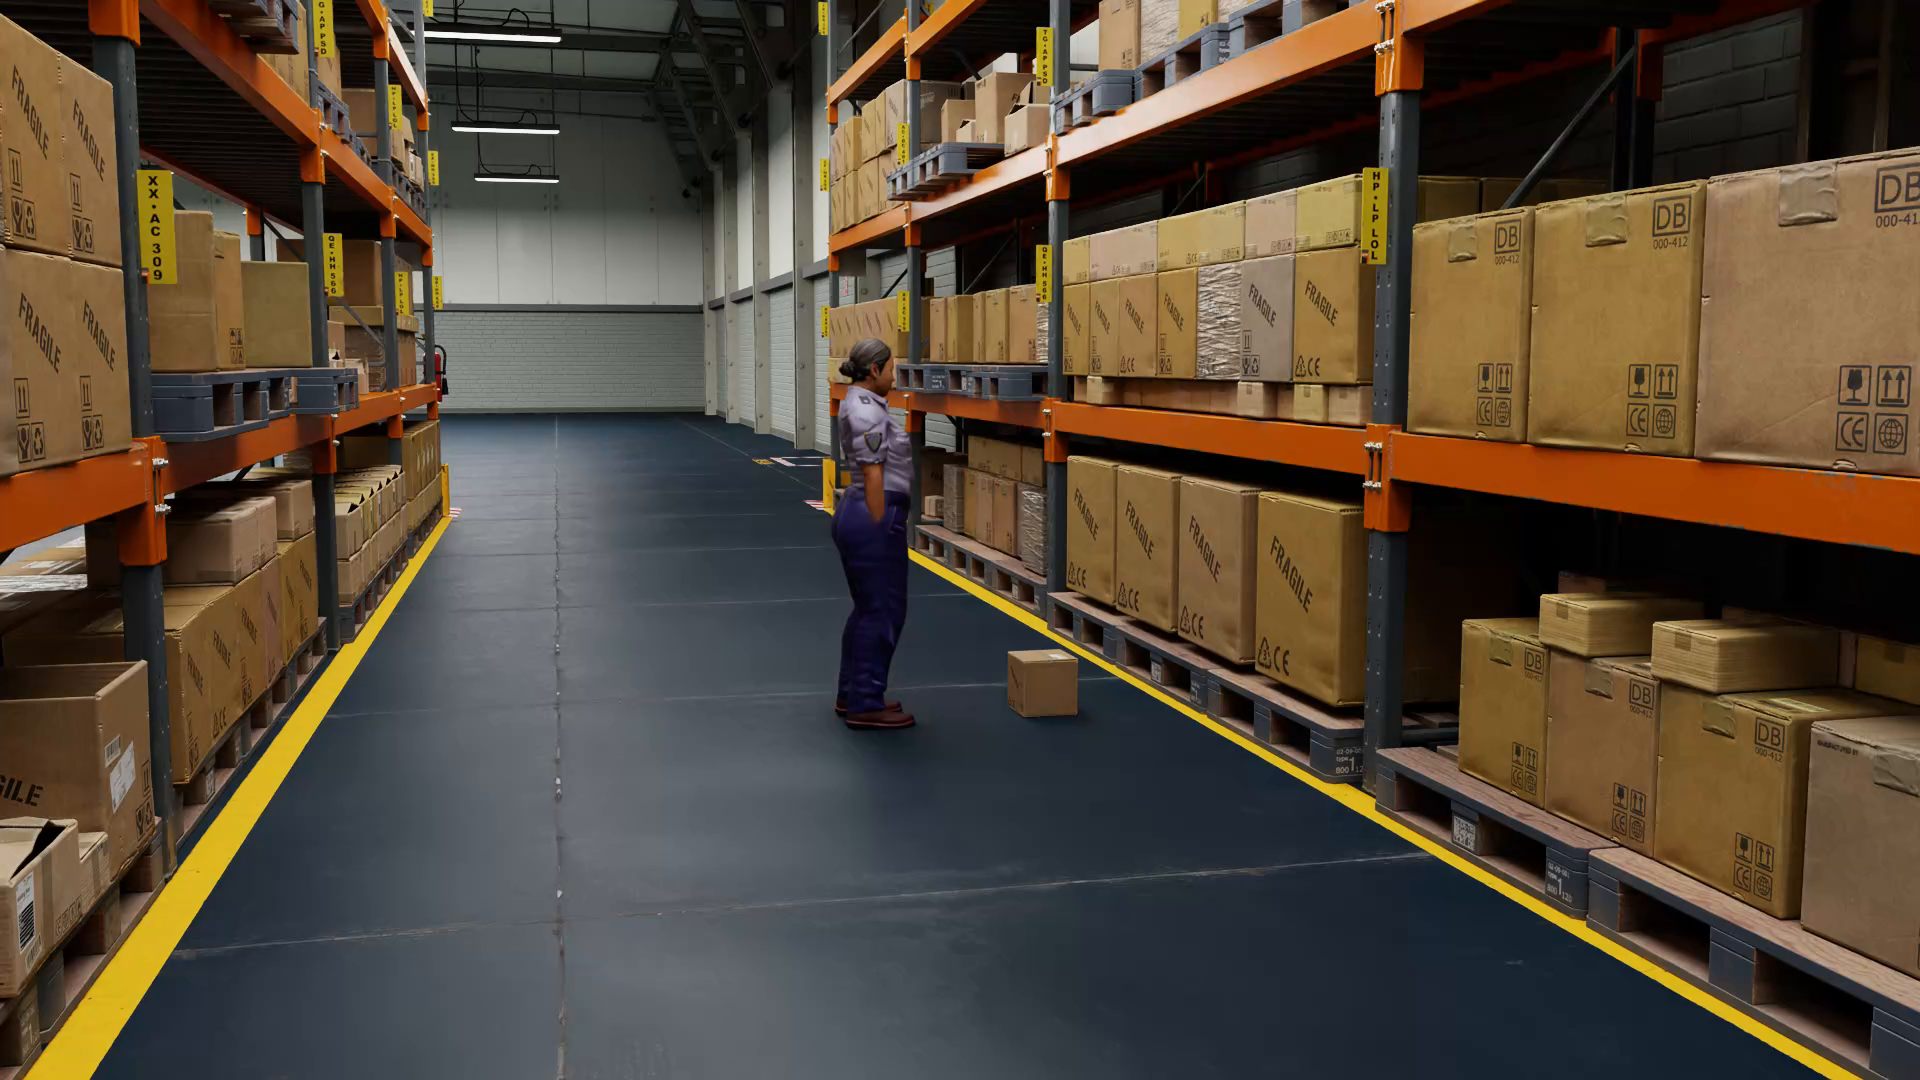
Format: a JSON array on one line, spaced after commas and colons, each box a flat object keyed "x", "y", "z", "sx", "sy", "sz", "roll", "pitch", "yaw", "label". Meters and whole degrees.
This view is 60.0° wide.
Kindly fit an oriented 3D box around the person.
[{"x": -0.374, "y": -0.037, "z": 7.133, "sx": 0.342, "sy": 1.645, "sz": 0.470, "roll": -1, "pitch": 6, "yaw": -12, "label": "person"}]
